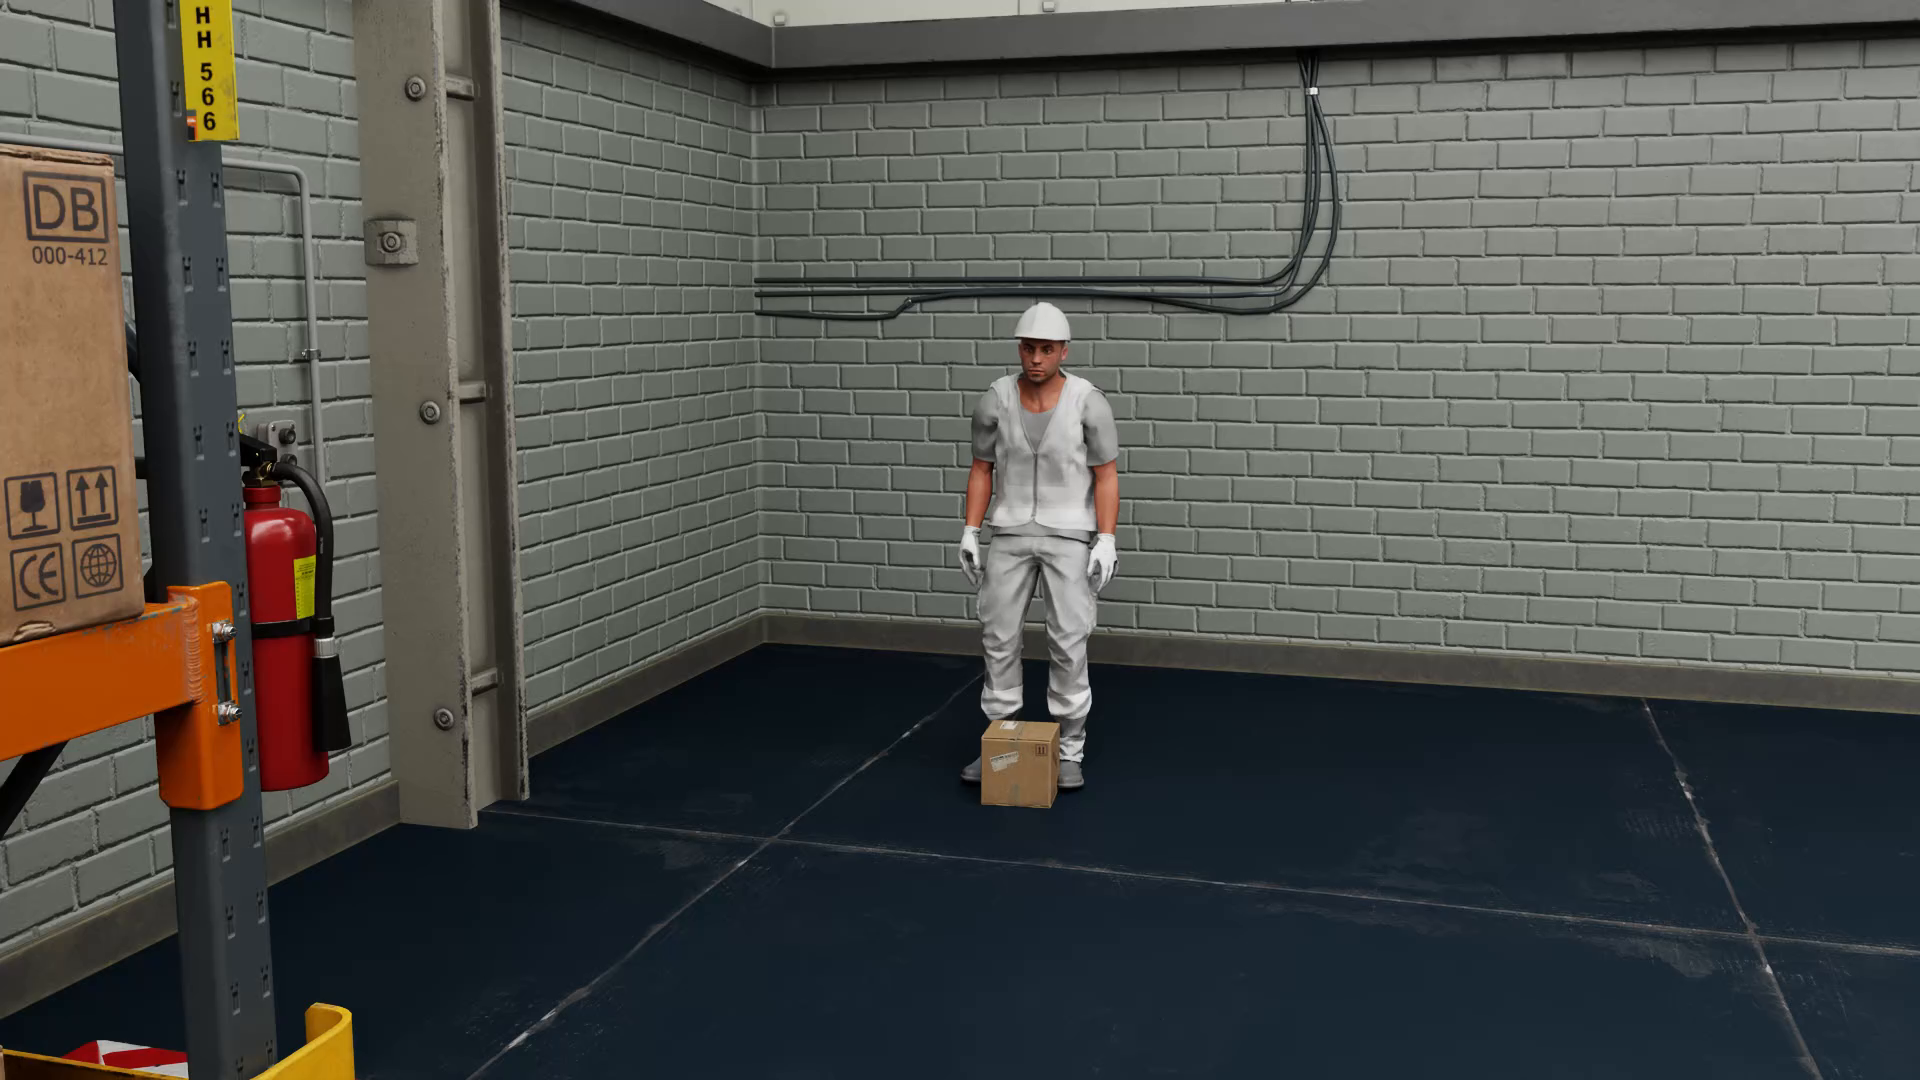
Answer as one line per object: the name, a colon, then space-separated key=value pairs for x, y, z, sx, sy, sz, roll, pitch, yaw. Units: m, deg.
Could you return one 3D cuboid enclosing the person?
person: x=0.287 y=0.021 z=6.131 sx=0.603 sy=1.778 sz=0.451 roll=2 pitch=9 yaw=15
